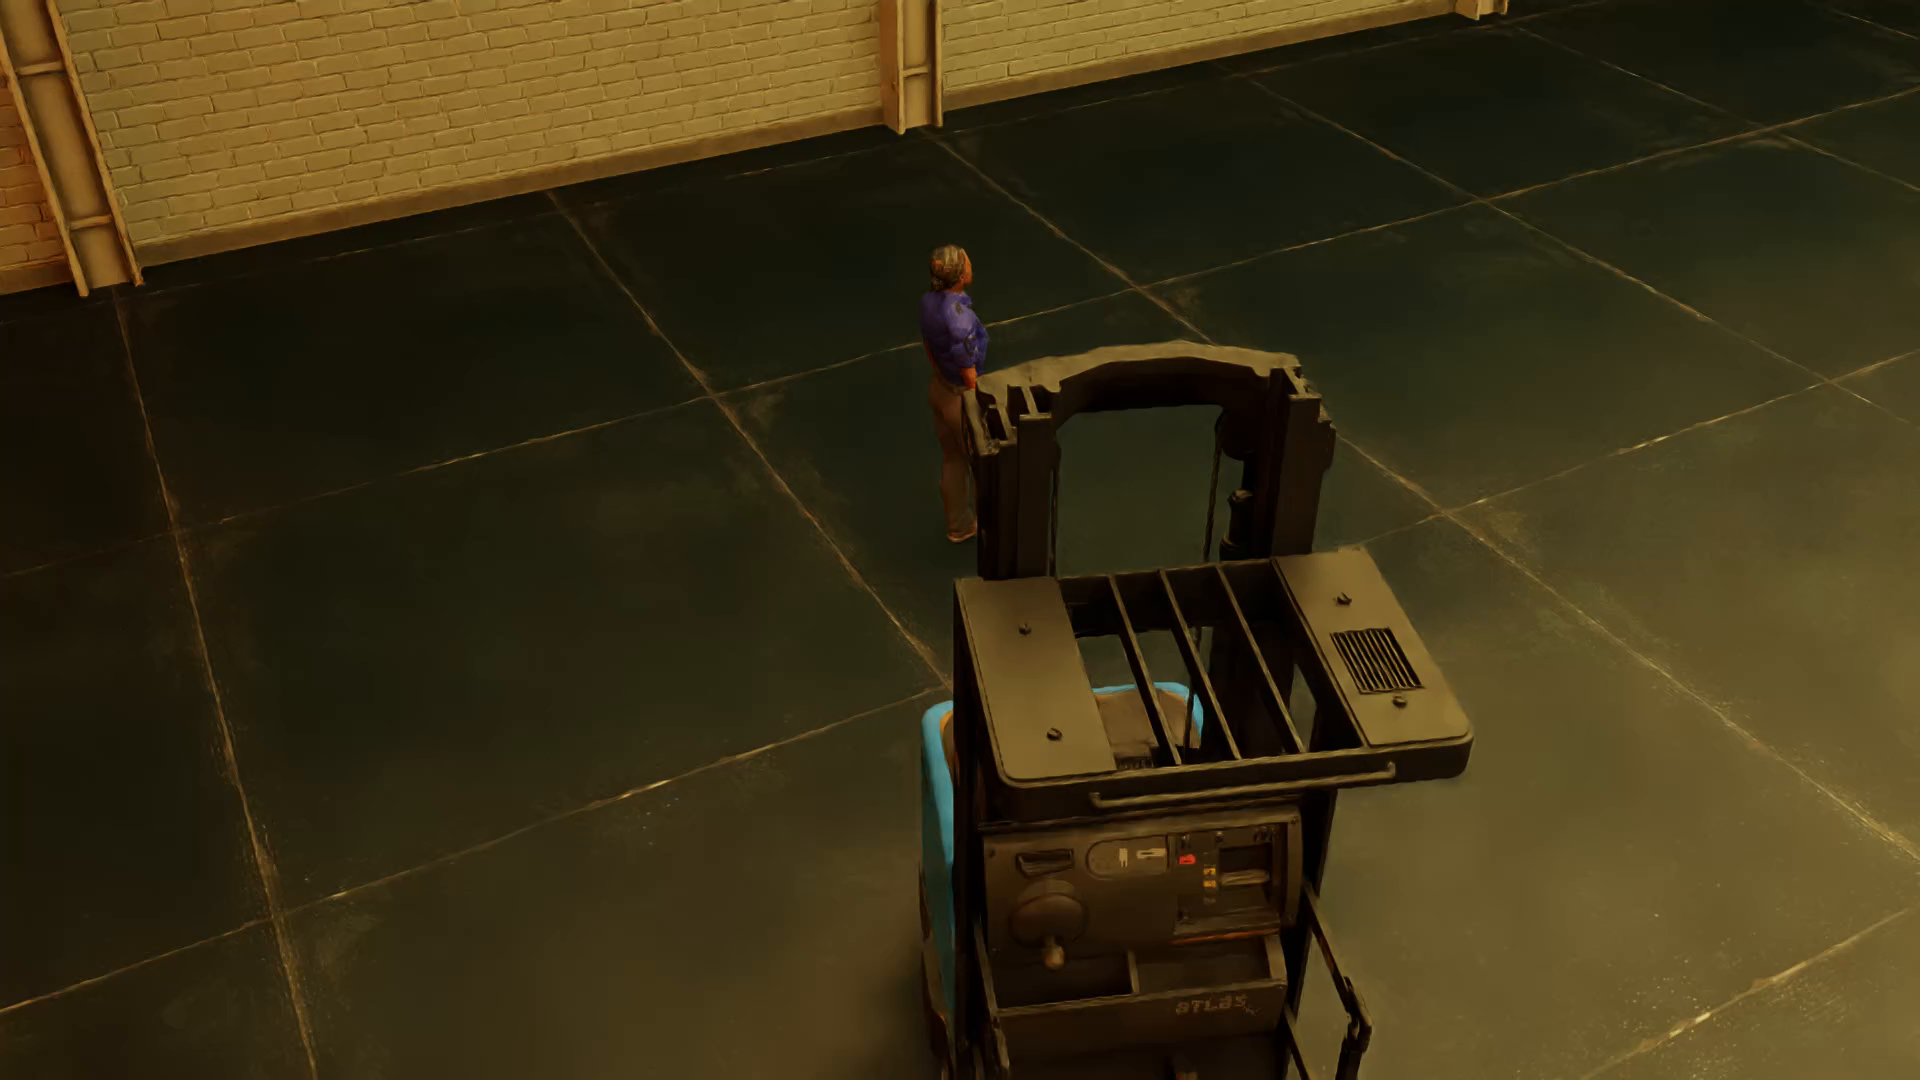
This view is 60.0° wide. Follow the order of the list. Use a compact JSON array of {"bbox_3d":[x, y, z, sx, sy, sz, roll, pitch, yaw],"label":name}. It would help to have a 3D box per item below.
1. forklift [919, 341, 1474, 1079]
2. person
[{"bbox_3d":[0.563,1.066,4.614,1.130,2.935,3.031,-5,36,-7],"label":"forklift"},{"bbox_3d":[0.087,-0.695,8.200,0.503,1.654,0.570,-17,39,-23],"label":"person"}]
